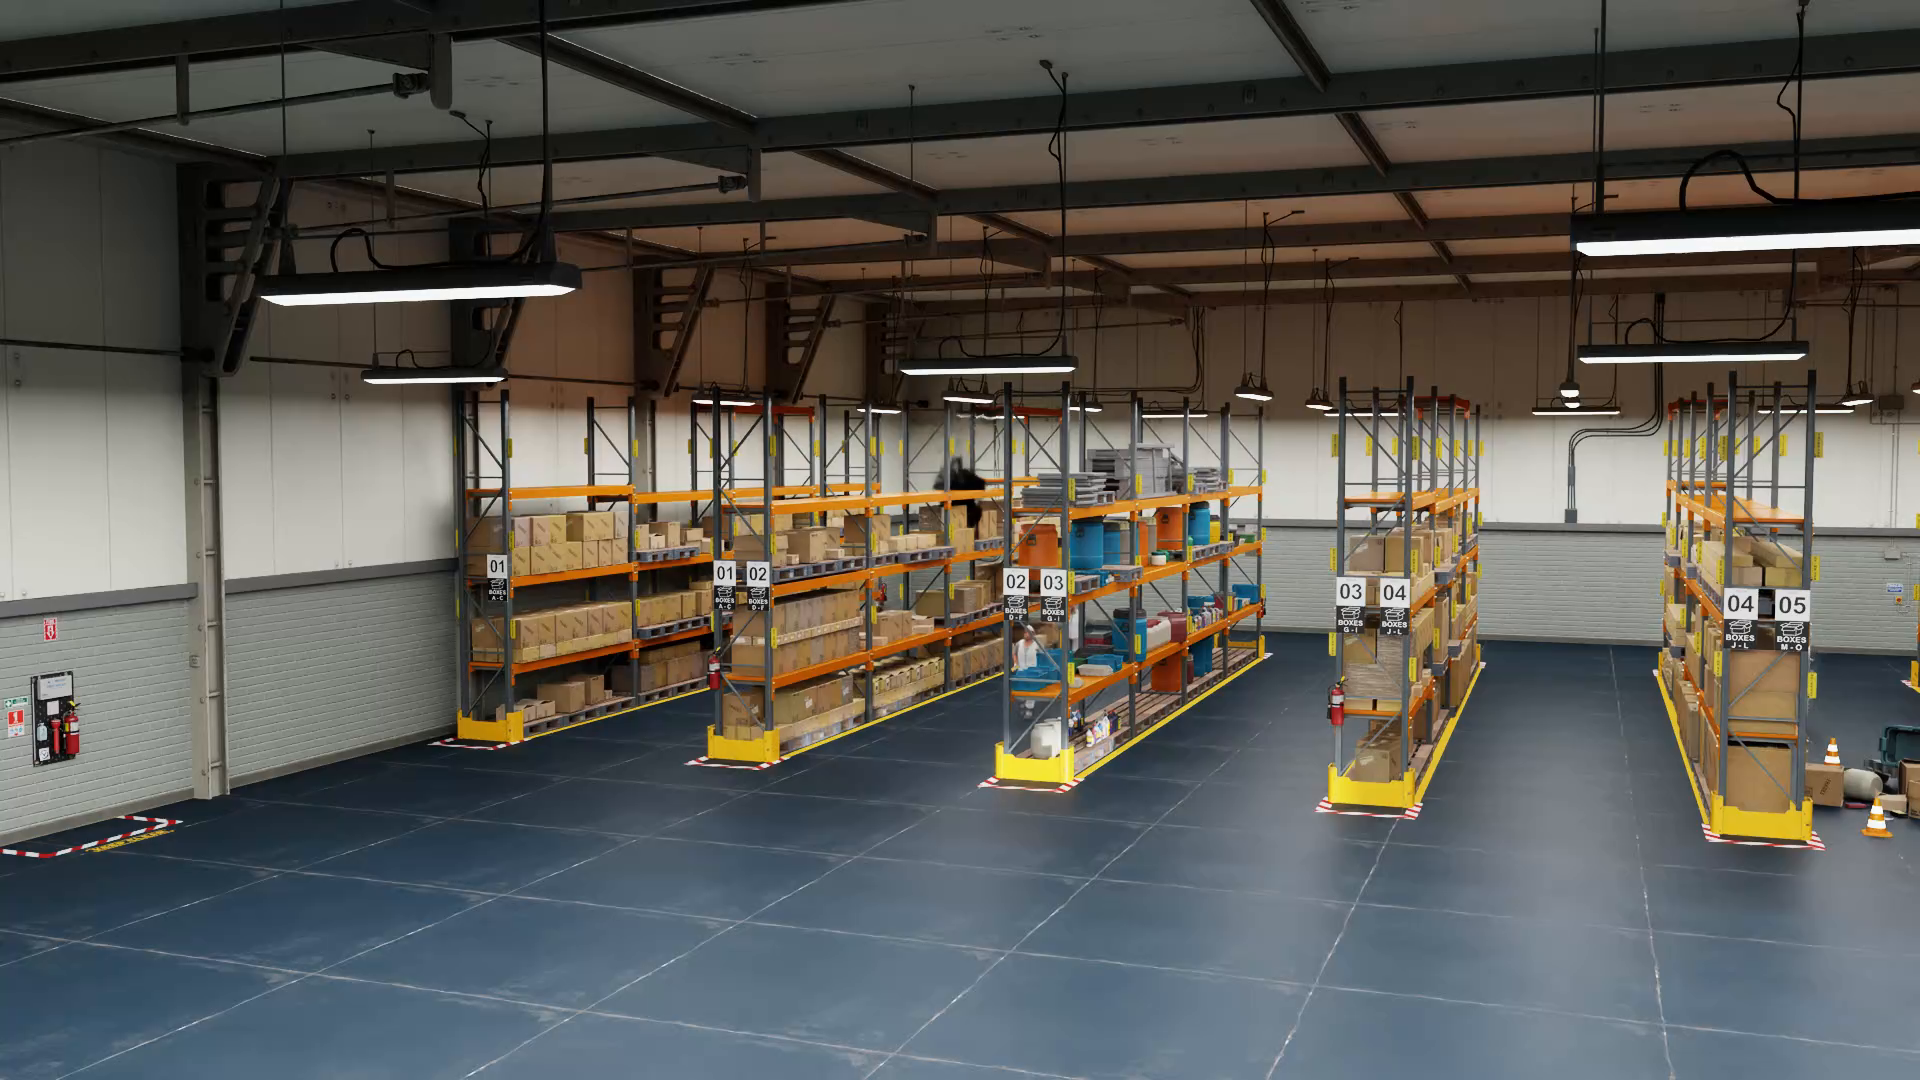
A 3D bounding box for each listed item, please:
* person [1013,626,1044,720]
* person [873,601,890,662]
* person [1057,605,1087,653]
[{"bbox_3d":[1.223,2.440,30.508,0.634,1.739,0.570,1,3,17],"label":"person"},{"bbox_3d":[-1.732,2.186,36.165,0.600,1.725,0.818,2,4,26],"label":"person"},{"bbox_3d":[2.414,2.125,36.012,0.610,1.805,0.889,1,3,18],"label":"person"}]
